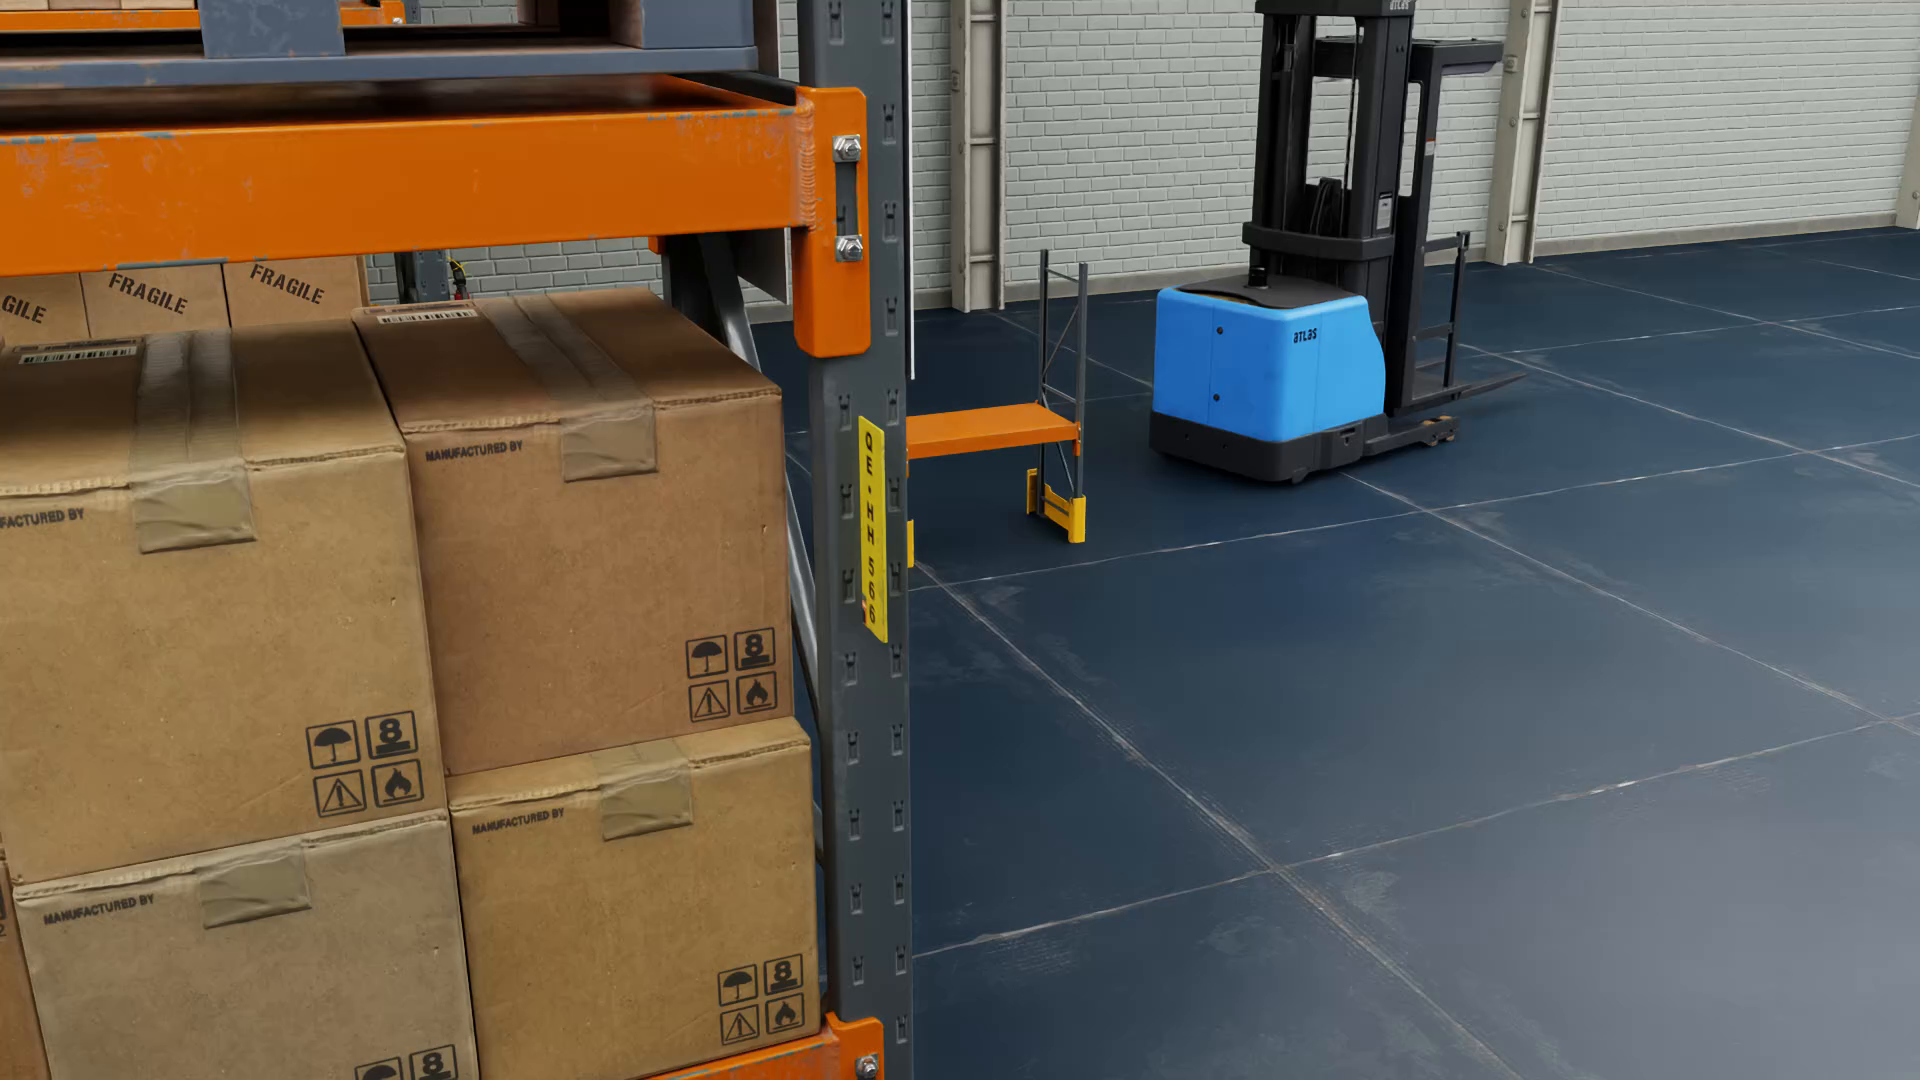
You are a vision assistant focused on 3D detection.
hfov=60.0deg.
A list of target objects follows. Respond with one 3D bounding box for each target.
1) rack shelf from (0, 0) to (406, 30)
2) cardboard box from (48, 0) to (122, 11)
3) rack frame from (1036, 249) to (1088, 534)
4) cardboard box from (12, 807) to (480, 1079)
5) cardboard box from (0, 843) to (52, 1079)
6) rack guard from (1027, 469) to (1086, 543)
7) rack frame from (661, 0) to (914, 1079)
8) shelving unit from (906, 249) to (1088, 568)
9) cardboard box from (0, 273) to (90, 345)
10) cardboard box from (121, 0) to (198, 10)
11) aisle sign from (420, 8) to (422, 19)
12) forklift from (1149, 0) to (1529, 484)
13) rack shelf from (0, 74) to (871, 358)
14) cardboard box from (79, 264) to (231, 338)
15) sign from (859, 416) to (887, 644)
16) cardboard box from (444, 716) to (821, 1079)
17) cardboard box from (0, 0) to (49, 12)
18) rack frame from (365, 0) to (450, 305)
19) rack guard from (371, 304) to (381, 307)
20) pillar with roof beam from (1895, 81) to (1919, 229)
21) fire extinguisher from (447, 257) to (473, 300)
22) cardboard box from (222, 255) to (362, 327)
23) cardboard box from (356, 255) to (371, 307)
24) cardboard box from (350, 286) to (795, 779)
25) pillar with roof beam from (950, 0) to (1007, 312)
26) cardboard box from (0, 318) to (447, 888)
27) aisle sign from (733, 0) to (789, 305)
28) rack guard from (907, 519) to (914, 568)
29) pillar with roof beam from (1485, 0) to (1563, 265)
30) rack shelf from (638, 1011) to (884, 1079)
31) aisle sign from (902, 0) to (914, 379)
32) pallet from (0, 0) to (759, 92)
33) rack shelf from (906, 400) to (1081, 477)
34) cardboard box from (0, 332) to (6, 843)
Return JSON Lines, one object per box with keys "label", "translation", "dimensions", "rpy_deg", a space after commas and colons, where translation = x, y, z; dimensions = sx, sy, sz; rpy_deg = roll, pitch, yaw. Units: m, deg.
{"label": "rack shelf", "translation": [-4.221, -1.833, 6.277], "dimensions": [4.000, 0.370, 1.077], "rpy_deg": [-8, 21, -22]}
{"label": "cardboard box", "translation": [-3.334, -2.104, 6.343], "dimensions": [0.250, 0.149, 0.380], "rpy_deg": [-8, 21, -21]}
{"label": "rack frame", "translation": [0.545, -0.786, 8.995], "dimensions": [0.032, 1.500, 0.500], "rpy_deg": [-8, 21, -22]}
{"label": "cardboard box", "translation": [-1.150, 0.547, 2.726], "dimensions": [0.550, 0.550, 0.875], "rpy_deg": [-8, 21, -22]}
{"label": "cardboard box", "translation": [-1.714, 0.582, 2.626], "dimensions": [0.550, 0.550, 0.875], "rpy_deg": [-8, 21, -22]}
{"label": "rack guard", "translation": [0.527, -0.193, 9.195], "dimensions": [0.087, 0.250, 0.587], "rpy_deg": [-8, 21, -22]}
{"label": "rack frame", "translation": [-0.330, 0.477, 3.151], "dimensions": [0.053, 2.616, 0.949], "rpy_deg": [-8, 21, -22]}
{"label": "shelving unit", "translation": [0.070, -0.717, 8.801], "dimensions": [1.083, 1.500, 0.587], "rpy_deg": [-8, 21, -22]}
{"label": "cardboard box", "translation": [-3.696, -0.923, 6.529], "dimensions": [0.500, 0.500, 0.500], "rpy_deg": [-8, 21, -22]}
{"label": "cardboard box", "translation": [-3.075, -2.117, 6.380], "dimensions": [0.250, 0.149, 0.380], "rpy_deg": [-7, 21, -20]}
{"label": "aisle sign", "translation": [-2.213, -2.166, 6.743], "dimensions": [0.004, 0.787, 0.394], "rpy_deg": [-8, 21, -22]}
{"label": "forklift", "translation": [2.636, -2.103, 10.581], "dimensions": [3.031, 2.935, 1.130], "rpy_deg": [-16, 25, -38]}
{"label": "rack shelf", "translation": [-2.168, -0.336, 2.028], "dimensions": [4.000, 0.370, 1.077], "rpy_deg": [-8, 21, -22]}
{"label": "cardboard box", "translation": [-3.236, -0.988, 6.713], "dimensions": [0.500, 0.500, 0.500], "rpy_deg": [-8, 21, -22]}
{"label": "sign", "translation": [-0.129, -0.015, 2.447], "dimensions": [0.005, 0.325, 0.100], "rpy_deg": [-8, 21, -22]}
{"label": "cardboard box", "translation": [-0.654, 0.468, 2.951], "dimensions": [0.550, 0.550, 0.875], "rpy_deg": [-8, 21, -22]}
{"label": "cardboard box", "translation": [-3.544, -2.057, 6.209], "dimensions": [0.250, 0.149, 0.380], "rpy_deg": [-8, 21, -22]}
{"label": "rack frame", "translation": [-2.385, -1.020, 7.403], "dimensions": [0.127, 3.000, 1.000], "rpy_deg": [-8, 21, -22]}
{"label": "rack guard", "translation": [-4.332, -1.358, 12.125], "dimensions": [0.348, 0.500, 1.175], "rpy_deg": [-8, 21, -22]}
{"label": "pillar with roof beam", "translation": [12.882, -6.601, 14.221], "dimensions": [0.400, 9.000, 9.100], "rpy_deg": [-8, 21, -22]}
{"label": "fire extinguisher", "translation": [-2.097, -0.858, 7.060], "dimensions": [0.183, 0.674, 0.296], "rpy_deg": [-8, 21, -22]}
{"label": "cardboard box", "translation": [-2.774, -1.052, 6.896], "dimensions": [0.500, 0.500, 0.500], "rpy_deg": [-9, 21, -23]}
{"label": "cardboard box", "translation": [-2.930, -1.230, 7.400], "dimensions": [0.500, 0.500, 0.500], "rpy_deg": [-8, 21, -23]}
{"label": "cardboard box", "translation": [-0.687, -0.067, 2.844], "dimensions": [0.550, 0.550, 0.875], "rpy_deg": [-8, 21, -22]}
{"label": "pillar with roof beam", "translation": [1.864, -5.023, 9.738], "dimensions": [0.400, 9.000, 9.100], "rpy_deg": [-8, 21, -22]}
{"label": "cardboard box", "translation": [-1.156, 0.033, 2.559], "dimensions": [0.550, 0.550, 0.875], "rpy_deg": [-8, 21, -22]}
{"label": "aisle sign", "translation": [-0.385, -0.851, 3.008], "dimensions": [0.004, 0.787, 0.394], "rpy_deg": [-8, 21, -22]}
{"label": "rack guard", "translation": [-0.387, -0.062, 8.823], "dimensions": [0.087, 0.250, 0.587], "rpy_deg": [-8, 21, -22]}
{"label": "pillar with roof beam", "translation": [7.373, -5.812, 11.980], "dimensions": [0.400, 9.000, 9.100], "rpy_deg": [-8, 21, -22]}
{"label": "rack shelf", "translation": [-2.168, 1.078, 2.526], "dimensions": [4.000, 0.370, 1.077], "rpy_deg": [-8, 21, -22]}
{"label": "aisle sign", "translation": [-0.147, -0.668, 2.489], "dimensions": [0.004, 0.787, 0.394], "rpy_deg": [-8, 21, -22]}
{"label": "pallet", "translation": [-1.008, -0.796, 2.384], "dimensions": [1.213, 0.211, 1.003], "rpy_deg": [-8, 21, -22]}
{"label": "rack shelf", "translation": [0.078, -0.549, 8.865], "dimensions": [1.000, 0.185, 0.538], "rpy_deg": [-8, 21, -22]}
{"label": "cardboard box", "translation": [-1.724, 0.066, 2.467], "dimensions": [0.550, 0.550, 0.875], "rpy_deg": [-8, 21, -22]}
